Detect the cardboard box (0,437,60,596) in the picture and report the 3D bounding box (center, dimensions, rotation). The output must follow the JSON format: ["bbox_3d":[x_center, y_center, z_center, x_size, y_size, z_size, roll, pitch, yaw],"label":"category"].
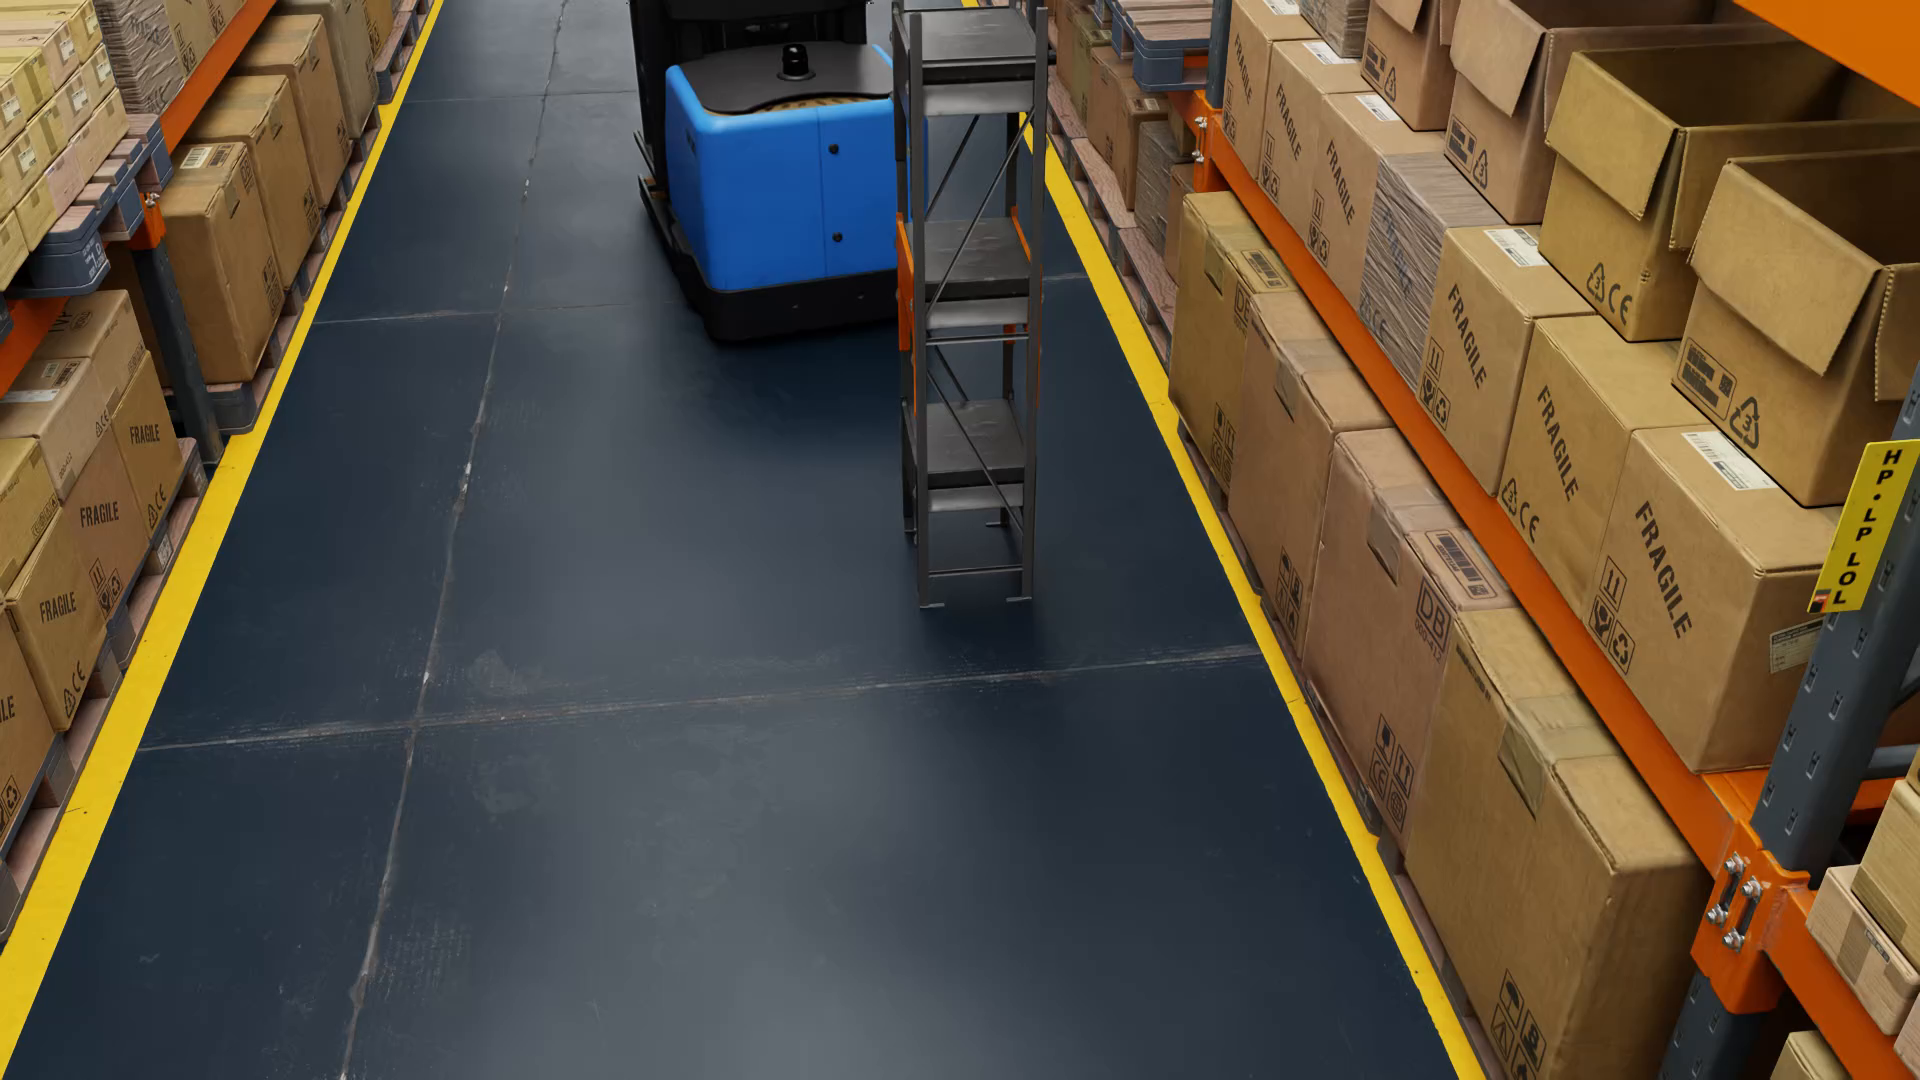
[{"bbox_3d":[-3.001,-0.054,4.847,0.500,0.250,0.500,-4,34,-5],"label":"cardboard box"}]

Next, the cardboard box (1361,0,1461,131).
[{"bbox_3d":[1.611,-1.533,4.857,0.797,0.503,0.637,-4,34,-5],"label":"cardboard box"}]

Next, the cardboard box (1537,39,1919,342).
[{"bbox_3d":[1.807,-0.814,3.801,0.797,0.503,0.637,-4,34,-6],"label":"cardboard box"}]

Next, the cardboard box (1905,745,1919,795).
[{"bbox_3d":[1.793,0.298,2.353,0.500,0.500,0.500,-4,35,-6],"label":"cardboard box"}]

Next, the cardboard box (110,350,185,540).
[{"bbox_3d":[-3.137,-0.324,5.909,0.500,0.500,0.500,-5,35,-7],"label":"cardboard box"}]

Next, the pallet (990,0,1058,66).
[{"bbox_3d":[0.781,-3.302,10.908,1.003,0.211,1.213,-4,35,-6],"label":"pallet"}]

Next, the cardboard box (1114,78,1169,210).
[{"bbox_3d":[1.164,-1.996,8.344,0.700,0.500,0.500,-2,34,-2],"label":"cardboard box"}]

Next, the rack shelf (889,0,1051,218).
[{"bbox_3d":[0.022,-1.342,5.137,0.431,0.518,0.480,-4,35,-6],"label":"rack shelf"}]

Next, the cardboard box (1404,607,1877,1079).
[{"bbox_3d":[1.876,0.731,4.028,1.225,0.875,0.875,-4,35,-6],"label":"cardboard box"}]

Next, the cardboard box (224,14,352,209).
[{"bbox_3d":[-3.724,-2.129,8.335,1.050,0.750,0.750,-4,35,-6],"label":"cardboard box"}]

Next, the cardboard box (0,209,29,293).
[{"bbox_3d":[-2.828,-0.789,4.594,0.380,0.149,0.250,-6,35,-8],"label":"cardboard box"}]

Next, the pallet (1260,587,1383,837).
[{"bbox_3d":[1.636,0.427,5.436,1.003,0.211,1.213,-4,35,-6],"label":"pallet"}]

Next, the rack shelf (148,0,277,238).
[{"bbox_3d":[-3.753,-2.350,7.673,1.077,0.370,4.000,-4,35,-6],"label":"rack shelf"}]

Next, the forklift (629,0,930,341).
[{"bbox_3d":[-1.065,-2.928,7.944,1.130,2.935,3.031,-11,36,-15],"label":"forklift"}]

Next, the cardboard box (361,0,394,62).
[{"bbox_3d":[-4.038,-3.415,10.111,0.875,0.875,0.875,-4,34,-6],"label":"cardboard box"}]

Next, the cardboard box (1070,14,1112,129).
[{"bbox_3d":[1.013,-2.620,9.259,0.700,0.500,0.500,-5,35,-7],"label":"cardboard box"}]

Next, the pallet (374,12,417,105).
[{"bbox_3d":[-4.047,-3.041,10.525,1.003,0.211,1.213,-4,35,-6],"label":"pallet"}]

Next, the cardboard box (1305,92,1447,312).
[{"bbox_3d":[1.384,-1.027,5.004,0.500,0.500,0.500,-5,35,-7],"label":"cardboard box"}]

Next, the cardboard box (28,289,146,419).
[{"bbox_3d":[-3.133,-0.620,5.677,0.500,0.250,0.500,-5,35,-8],"label":"cardboard box"}]

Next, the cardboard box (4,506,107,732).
[{"bbox_3d":[-2.984,0.260,5.052,0.500,0.500,0.500,-6,35,-9],"label":"cardboard box"}]

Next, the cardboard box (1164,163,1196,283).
[{"bbox_3d":[1.334,-1.372,7.428,0.700,0.500,0.500,-6,35,-9],"label":"cardboard box"}]

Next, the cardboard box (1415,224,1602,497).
[{"bbox_3d":[1.512,-0.468,4.184,0.500,0.500,0.500,-5,35,-7],"label":"cardboard box"}]

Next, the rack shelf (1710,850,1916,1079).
[{"bbox_3d":[2.251,1.795,1.591,1.077,0.370,4.000,-4,35,-6],"label":"rack shelf"}]

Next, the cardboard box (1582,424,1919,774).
[{"bbox_3d":[1.649,0.100,3.351,0.500,0.500,0.500,-4,35,-6],"label":"cardboard box"}]

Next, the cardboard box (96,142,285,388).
[{"bbox_3d":[-3.477,-1.122,6.857,1.050,0.750,0.750,-5,35,-7],"label":"cardboard box"}]

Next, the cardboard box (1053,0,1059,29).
[{"bbox_3d":[0.892,-3.449,10.495,0.500,0.500,0.500,-5,35,-8],"label":"cardboard box"}]

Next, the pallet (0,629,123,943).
[{"bbox_3d":[-3.220,0.737,4.982,1.003,0.211,1.213,-4,35,-6],"label":"pallet"}]

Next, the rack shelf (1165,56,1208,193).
[{"bbox_3d":[1.175,-2.669,8.142,1.077,0.370,4.000,-4,35,-6],"label":"rack shelf"}]

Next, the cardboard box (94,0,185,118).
[{"bbox_3d":[-3.277,-1.843,6.203,0.500,0.500,0.500,-4,34,-6],"label":"cardboard box"}]

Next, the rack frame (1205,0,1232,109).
[{"bbox_3d":[1.444,-1.850,6.302,1.000,3.000,0.127,-4,35,-6],"label":"rack frame"}]

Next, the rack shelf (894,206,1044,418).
[{"bbox_3d":[0.022,-0.764,5.531,0.431,0.518,0.480,-4,35,-6],"label":"rack shelf"}]

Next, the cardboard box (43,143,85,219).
[{"bbox_3d":[-2.896,-1.078,5.019,0.380,0.149,0.250,-4,34,-6],"label":"cardboard box"}]

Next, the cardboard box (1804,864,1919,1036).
[{"bbox_3d":[1.692,0.676,2.818,0.380,0.149,0.250,-4,35,-6],"label":"cardboard box"}]

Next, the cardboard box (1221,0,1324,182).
[{"bbox_3d":[1.240,-1.600,5.845,0.500,0.500,0.500,-3,34,-5],"label":"cardboard box"}]

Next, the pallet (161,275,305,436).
[{"bbox_3d":[-3.516,-0.824,7.272,1.003,0.211,1.213,-4,35,-6],"label":"pallet"}]

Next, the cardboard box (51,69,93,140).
[{"bbox_3d":[-2.929,-1.334,5.130,0.380,0.149,0.250,-3,34,-5],"label":"cardboard box"}]

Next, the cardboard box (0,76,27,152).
[{"bbox_3d":[-2.858,-1.173,4.629,0.380,0.149,0.250,-3,34,-5],"label":"cardboard box"}]

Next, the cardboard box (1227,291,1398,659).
[{"bbox_3d":[1.628,-0.261,5.484,1.225,0.875,0.875,-4,35,-6],"label":"cardboard box"}]

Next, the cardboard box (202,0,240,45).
[{"bbox_3d":[-3.416,-2.408,7.032,0.500,0.500,0.500,-4,35,-6],"label":"cardboard box"}]

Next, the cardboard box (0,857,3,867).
[{"bbox_3d":[-2.856,0.833,4.211,0.500,0.500,0.500,-3,34,-4],"label":"cardboard box"}]

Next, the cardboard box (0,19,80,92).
[{"bbox_3d":[-2.933,-1.468,5.062,0.380,0.149,0.250,-5,35,-7],"label":"cardboard box"}]

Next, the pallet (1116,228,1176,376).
[{"bbox_3d":[1.340,-1.134,7.727,1.003,0.211,1.213,-4,35,-6],"label":"pallet"}]

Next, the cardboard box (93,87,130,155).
[{"bbox_3d":[-2.963,-1.360,5.433,0.380,0.149,0.250,-4,34,-6],"label":"cardboard box"}]

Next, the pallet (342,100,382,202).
[{"bbox_3d":[-3.844,-2.186,9.270,1.003,0.211,1.213,-4,35,-6],"label":"pallet"}]

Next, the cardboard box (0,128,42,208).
[{"bbox_3d":[-2.858,-1.047,4.709,0.380,0.149,0.250,-4,35,-6],"label":"cardboard box"}]

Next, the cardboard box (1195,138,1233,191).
[{"bbox_3d":[1.324,-1.681,7.216,0.500,0.250,0.500,-3,34,-4],"label":"cardboard box"}]

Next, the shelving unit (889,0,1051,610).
[{"bbox_3d":[0.022,-0.775,5.523,0.431,2.100,0.503,-4,35,-6],"label":"shelving unit"}]

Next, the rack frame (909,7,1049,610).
[{"bbox_3d":[0.055,-0.639,5.323,0.400,2.100,0.015,-4,35,-6],"label":"rack frame"}]

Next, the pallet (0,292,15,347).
[{"bbox_3d":[-3.178,-0.350,4.271,1.003,0.211,1.213,-4,35,-6],"label":"pallet"}]

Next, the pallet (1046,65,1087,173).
[{"bbox_3d":[1.012,-2.496,9.725,1.003,0.211,1.213,-4,35,-6],"label":"pallet"}]
